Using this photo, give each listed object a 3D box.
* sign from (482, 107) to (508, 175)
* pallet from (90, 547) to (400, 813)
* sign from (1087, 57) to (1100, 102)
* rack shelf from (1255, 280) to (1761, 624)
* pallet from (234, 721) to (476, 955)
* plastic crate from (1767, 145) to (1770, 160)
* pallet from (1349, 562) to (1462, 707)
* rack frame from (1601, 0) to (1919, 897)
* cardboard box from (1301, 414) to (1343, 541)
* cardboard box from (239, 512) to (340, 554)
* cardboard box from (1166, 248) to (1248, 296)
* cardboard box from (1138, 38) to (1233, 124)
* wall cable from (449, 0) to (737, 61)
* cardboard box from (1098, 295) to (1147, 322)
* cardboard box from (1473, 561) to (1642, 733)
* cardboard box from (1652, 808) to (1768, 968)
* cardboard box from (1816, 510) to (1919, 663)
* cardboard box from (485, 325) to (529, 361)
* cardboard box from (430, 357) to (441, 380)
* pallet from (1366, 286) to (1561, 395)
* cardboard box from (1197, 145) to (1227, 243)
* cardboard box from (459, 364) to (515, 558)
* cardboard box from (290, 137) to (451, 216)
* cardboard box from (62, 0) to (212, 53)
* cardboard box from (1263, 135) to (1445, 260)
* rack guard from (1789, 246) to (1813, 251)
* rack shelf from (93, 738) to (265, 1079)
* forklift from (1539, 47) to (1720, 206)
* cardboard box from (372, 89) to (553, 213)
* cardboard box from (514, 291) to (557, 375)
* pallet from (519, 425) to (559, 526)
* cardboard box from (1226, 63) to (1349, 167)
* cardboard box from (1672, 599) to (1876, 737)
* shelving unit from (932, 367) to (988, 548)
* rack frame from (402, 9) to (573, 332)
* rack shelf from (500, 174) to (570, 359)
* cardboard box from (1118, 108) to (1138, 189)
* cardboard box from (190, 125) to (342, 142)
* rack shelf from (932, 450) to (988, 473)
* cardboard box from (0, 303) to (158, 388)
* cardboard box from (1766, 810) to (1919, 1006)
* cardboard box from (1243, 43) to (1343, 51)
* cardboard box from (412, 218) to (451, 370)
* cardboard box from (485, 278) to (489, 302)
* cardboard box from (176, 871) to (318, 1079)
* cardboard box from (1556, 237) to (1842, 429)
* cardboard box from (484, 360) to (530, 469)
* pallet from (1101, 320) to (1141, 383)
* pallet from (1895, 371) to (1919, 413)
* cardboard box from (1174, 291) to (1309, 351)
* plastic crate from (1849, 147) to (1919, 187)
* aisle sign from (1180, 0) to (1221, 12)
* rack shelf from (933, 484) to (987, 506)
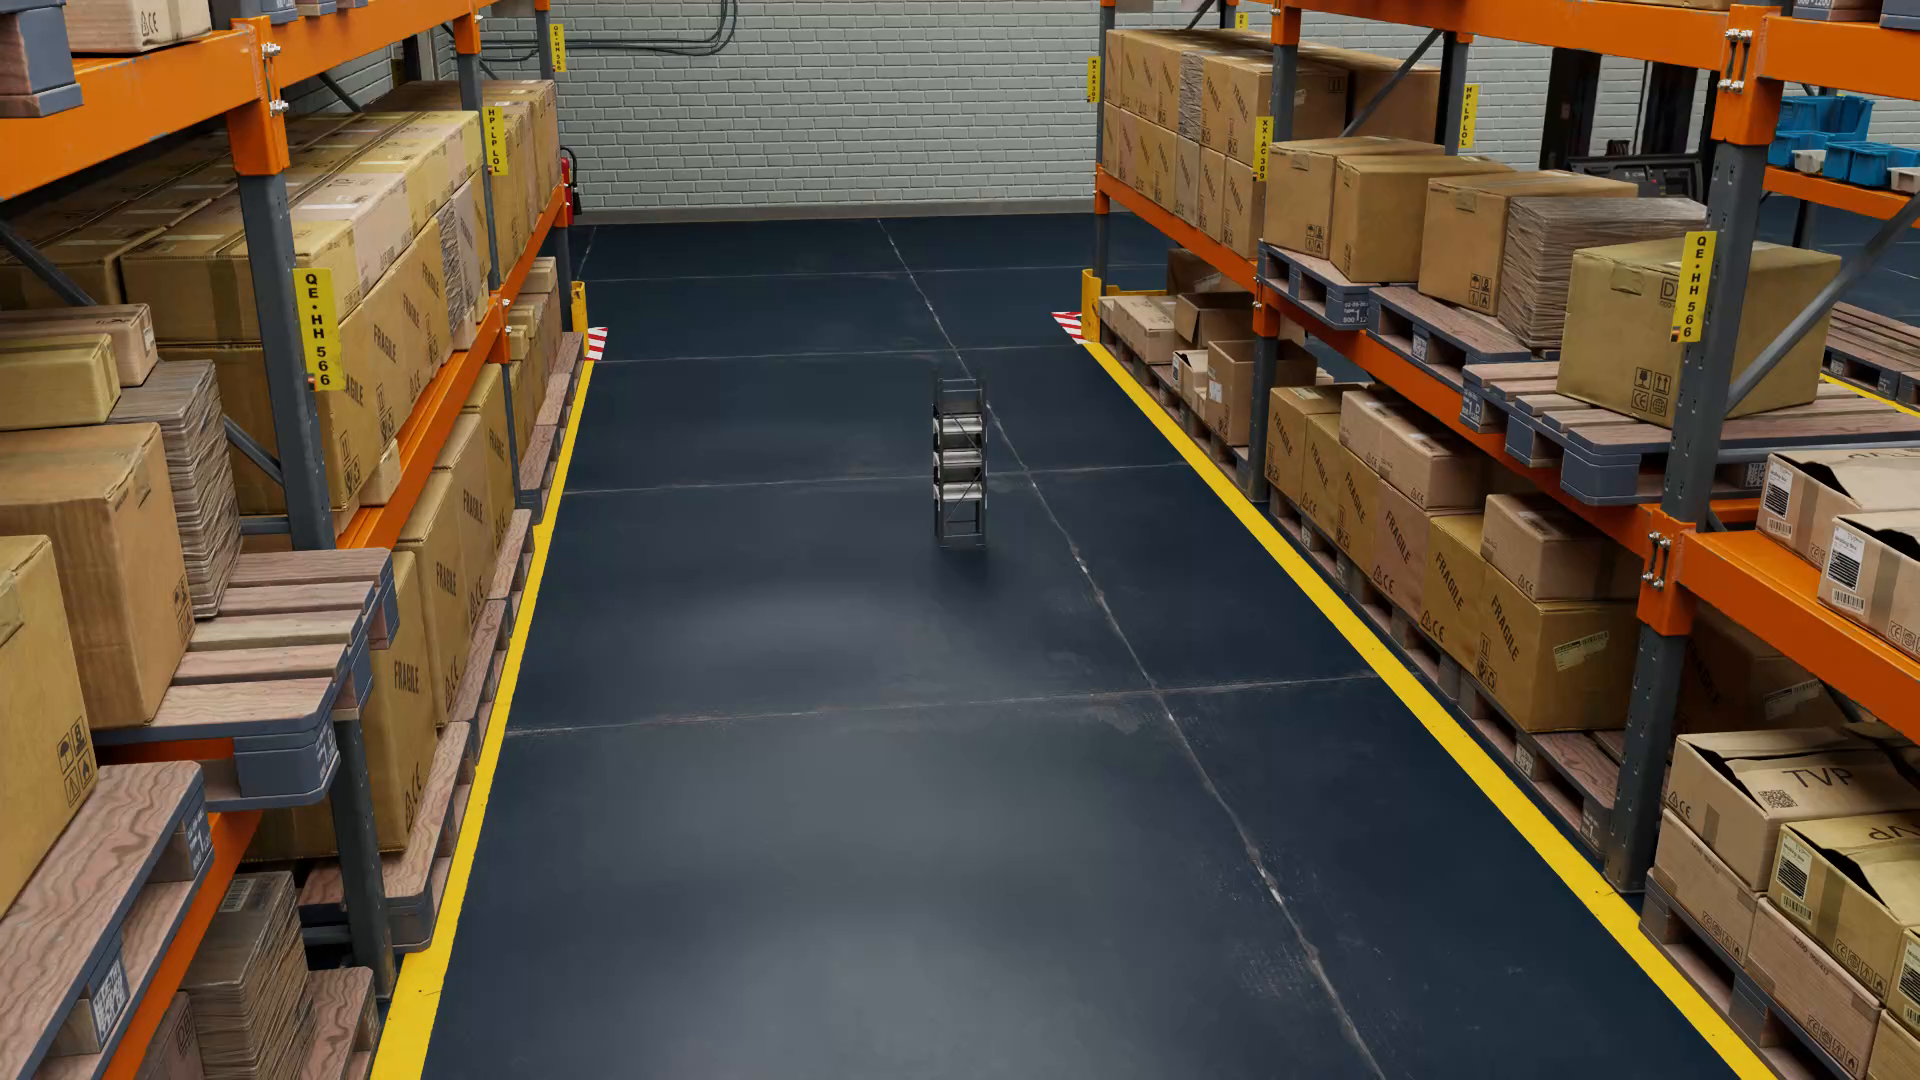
[{"bbox_3d":[-2.258,-1.935,8.067,0.100,0.325,0.005,-3,21,-8],"label":"sign"},{"bbox_3d":[-2.009,0.318,3.853,1.213,0.211,1.003,-3,21,-8],"label":"pallet"},{"bbox_3d":[0.995,-3.413,12.329,0.100,0.325,0.005,-3,21,-8],"label":"sign"},{"bbox_3d":[2.396,-0.620,7.118,1.077,0.370,4.000,-3,21,-8],"label":"rack shelf"},{"bbox_3d":[-2.256,1.016,5.694,1.003,0.211,1.213,-3,21,-8],"label":"pallet"},{"bbox_3d":[6.108,-2.970,12.673,0.250,0.136,0.298,-3,21,-8],"label":"plastic crate"},{"bbox_3d":[2.442,0.360,7.451,1.003,0.211,1.213,-3,21,-8],"label":"pallet"},{"bbox_3d":[2.685,-0.265,5.138,1.000,3.000,0.127,-3,21,-8],"label":"rack frame"},{"bbox_3d":[2.025,-0.321,8.232,0.500,0.500,0.500,-3,21,-7],"label":"cardboard box"},{"bbox_3d":[-2.035,-0.031,4.842,0.380,0.149,0.250,-3,21,-9],"label":"cardboard box"},{"bbox_3d":[1.854,-1.894,12.443,0.500,0.500,0.500,-3,21,-8],"label":"cardboard box"},{"bbox_3d":[1.485,-3.029,10.966,0.500,0.500,0.500,-3,21,-7],"label":"cardboard box"},{"bbox_3d":[-3.832,-6.115,16.666,3.097,2.526,0.112,-3,21,-8],"label":"wall cable"},{"bbox_3d":[1.252,-1.743,12.541,0.380,0.149,0.250,-3,21,-8],"label":"cardboard box"},{"bbox_3d":[2.318,0.388,6.333,0.500,0.500,0.500,-2,21,-6],"label":"cardboard box"},{"bbox_3d":[2.470,1.023,5.020,0.500,0.250,0.500,-3,21,-8],"label":"cardboard box"},{"bbox_3d":[2.622,0.096,4.298,0.500,0.311,0.500,-3,21,-8],"label":"cardboard box"},{"bbox_3d":[-2.668,-1.120,9.473,0.380,0.149,0.250,-2,21,-6],"label":"cardboard box"},{"bbox_3d":[-2.325,-0.745,6.755,0.380,0.149,0.250,-3,21,-9],"label":"cardboard box"},{"bbox_3d":[2.400,-0.848,6.974,1.003,0.211,1.213,-3,21,-8],"label":"pallet"},{"bbox_3d":[1.706,-2.035,9.735,0.500,0.500,0.500,-2,21,-6],"label":"cardboard box"},{"bbox_3d":[-2.571,-0.370,7.891,0.750,0.750,0.750,-3,21,-7],"label":"cardboard box"},{"bbox_3d":[-2.335,-1.442,6.623,0.500,0.250,0.500,-3,21,-7],"label":"cardboard box"},{"bbox_3d":[-1.846,-1.151,3.322,0.500,0.311,0.500,-3,21,-8],"label":"cardboard box"},{"bbox_3d":[1.955,-1.718,8.285,0.700,0.500,0.500,-10,23,-26],"label":"cardboard box"},{"bbox_3d":[6.417,-2.120,13.677,1.175,0.500,0.348,-3,21,-8],"label":"rack guard"},{"bbox_3d":[-1.928,1.016,2.737,1.077,0.370,4.000,-3,21,-8],"label":"rack shelf"},{"bbox_3d":[4.406,-2.240,10.523,1.130,2.935,3.031,-4,21,-11],"label":"forklift"},{"bbox_3d":[-3.171,-2.497,10.685,0.980,0.700,0.700,-3,21,-8],"label":"cardboard box"},{"bbox_3d":[-3.098,-1.399,11.146,0.700,0.500,0.500,-3,21,-8],"label":"cardboard box"},{"bbox_3d":[-2.825,-0.359,9.377,1.003,0.211,1.213,-3,21,-8],"label":"pallet"},{"bbox_3d":[1.779,-2.327,9.087,0.500,0.500,0.500,-3,21,-7],"label":"cardboard box"},{"bbox_3d":[2.902,0.528,5.959,0.500,0.500,0.500,-2,21,-5],"label":"cardboard box"},{"bbox_3d":[-0.001,-0.424,8.566,0.258,0.900,0.210,-3,21,-8],"label":"shelving unit"},{"bbox_3d":[-3.370,-2.783,11.881,1.000,3.000,0.127,-3,21,-8],"label":"rack frame"},{"bbox_3d":[-3.082,-1.754,10.153,1.077,0.370,4.000,-3,21,-8],"label":"rack shelf"},{"bbox_3d":[1.414,-2.736,11.612,0.500,0.500,0.500,-3,21,-8],"label":"cardboard box"},{"bbox_3d":[-2.903,-1.592,7.024,0.500,0.250,0.500,-3,21,-7],"label":"cardboard box"},{"bbox_3d":[-0.001,-0.393,8.578,0.258,0.077,0.200,-3,21,-8],"label":"rack shelf"},{"bbox_3d":[-2.137,-0.452,3.942,0.380,0.149,0.250,-6,21,-15],"label":"cardboard box"},{"bbox_3d":[2.554,0.942,4.436,0.500,0.311,0.500,-3,21,-9],"label":"cardboard box"},{"bbox_3d":[2.095,-2.878,10.562,0.500,0.500,0.500,-2,21,-6],"label":"cardboard box"},{"bbox_3d":[-2.253,-0.924,6.306,0.500,0.500,0.500,-2,21,-6],"label":"cardboard box"},{"bbox_3d":[-2.464,-1.187,7.939,0.380,0.149,0.250,-3,21,-7],"label":"cardboard box"},{"bbox_3d":[-2.061,1.198,4.165,0.700,0.500,0.500,-3,21,-7],"label":"cardboard box"},{"bbox_3d":[2.482,-0.721,5.615,0.700,0.500,0.500,-10,23,-26],"label":"cardboard box"},{"bbox_3d":[-2.800,-0.688,9.244,0.700,0.500,0.500,-3,21,-7],"label":"cardboard box"},{"bbox_3d":[1.658,-1.426,12.232,1.003,0.211,1.213,-3,21,-8],"label":"pallet"},{"bbox_3d":[6.866,-0.845,10.676,1.003,0.211,1.213,-3,21,-8],"label":"pallet"},{"bbox_3d":[1.832,-1.337,10.947,0.797,0.503,0.637,-3,21,-8],"label":"cardboard box"},{"bbox_3d":[6.377,-2.571,11.466,0.416,0.233,0.300,-3,21,-8],"label":"plastic crate"},{"bbox_3d":[1.825,-4.291,12.204,0.394,0.787,0.004,-3,21,-8],"label":"aisle sign"},{"bbox_3d":[-0.001,-0.225,8.641,0.258,0.077,0.200,-3,21,-8],"label":"rack shelf"}]
